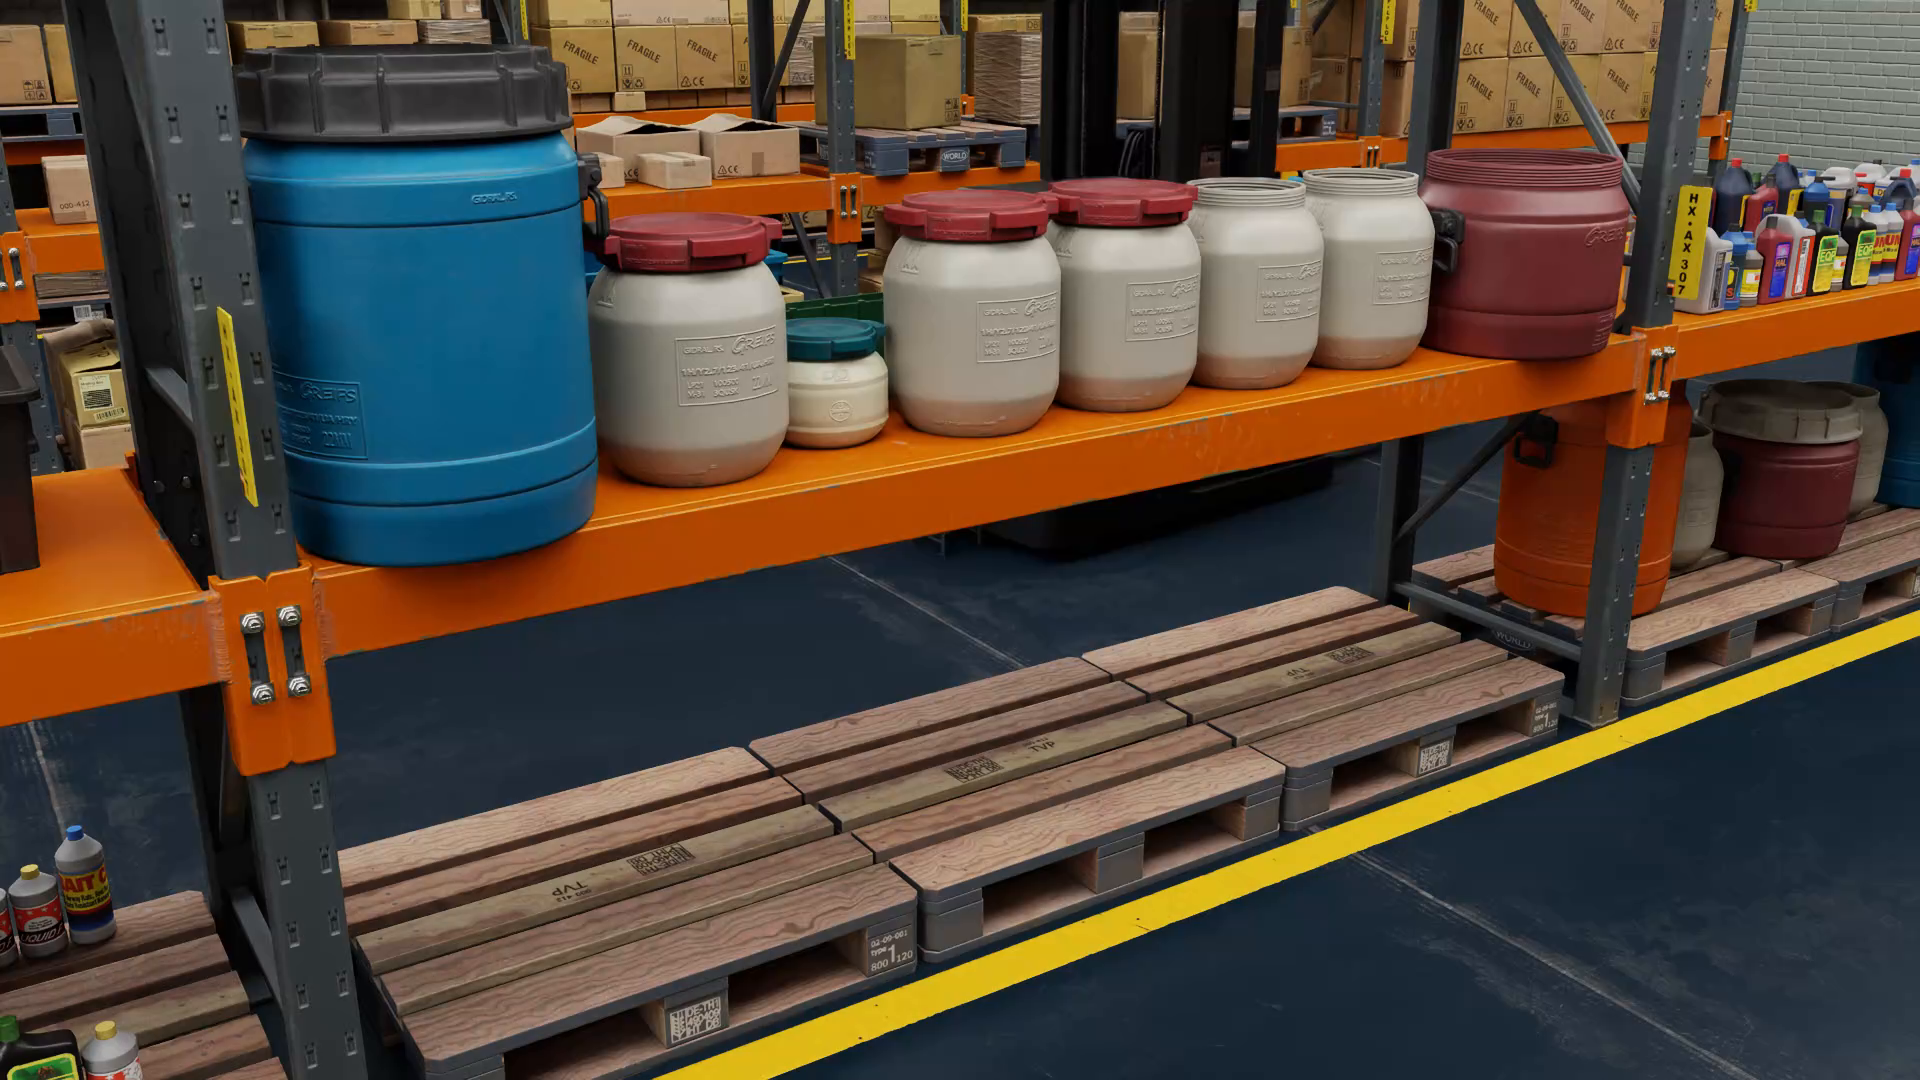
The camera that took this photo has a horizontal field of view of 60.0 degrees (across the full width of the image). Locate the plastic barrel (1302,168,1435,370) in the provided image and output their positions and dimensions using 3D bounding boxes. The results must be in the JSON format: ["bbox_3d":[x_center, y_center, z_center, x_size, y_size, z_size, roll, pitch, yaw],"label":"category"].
[{"bbox_3d":[1.096,-0.759,4.631,0.421,0.512,0.421,0,19,0],"label":"plastic barrel"}]

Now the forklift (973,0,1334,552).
[{"bbox_3d":[1.164,-1.708,7.722,3.031,2.935,1.130,-15,24,-38],"label":"forklift"}]

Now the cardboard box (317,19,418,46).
[{"bbox_3d":[-4.450,-3.659,12.540,0.500,0.500,0.700,-14,23,-36],"label":"cardboard box"}]

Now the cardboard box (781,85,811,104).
[{"bbox_3d":[-1.482,-3.842,14.286,0.250,0.149,0.380,-13,22,-33],"label":"cardboard box"}]

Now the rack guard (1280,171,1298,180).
[{"bbox_3d":[3.090,-3.823,17.773,0.348,0.500,1.175,-12,22,-31],"label":"rack guard"}]

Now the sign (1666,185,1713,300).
[{"bbox_3d":[2.146,-0.875,4.896,0.005,0.325,0.100,-12,22,-31],"label":"sign"}]

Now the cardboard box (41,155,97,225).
[{"bbox_3d":[-3.837,-1.592,7.506,0.500,0.250,0.500,-10,21,-28],"label":"cardboard box"}]

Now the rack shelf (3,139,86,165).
[{"bbox_3d":[-5.282,-2.901,12.265,4.000,0.370,1.077,-12,22,-31],"label":"rack shelf"}]

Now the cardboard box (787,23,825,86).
[{"bbox_3d":[-1.362,-4.169,14.241,0.500,0.500,0.500,-12,22,-31],"label":"cardboard box"}]

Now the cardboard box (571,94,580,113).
[{"bbox_3d":[-3.209,-3.480,13.217,0.250,0.149,0.380,-12,22,-32],"label":"cardboard box"}]

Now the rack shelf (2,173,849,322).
[{"bbox_3d":[-2.554,-1.577,8.348,4.000,0.370,1.077,-12,22,-31],"label":"rack shelf"}]

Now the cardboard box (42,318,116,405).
[{"bbox_3d":[-4.044,-0.875,7.912,0.500,0.311,0.500,-12,22,-31],"label":"cardboard box"}]

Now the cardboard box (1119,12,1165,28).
[{"bbox_3d":[1.406,-4.790,16.261,0.700,0.700,0.980,-13,23,-34],"label":"cardboard box"}]

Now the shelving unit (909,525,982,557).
[{"bbox_3d":[-0.065,-0.405,7.038,0.210,0.900,0.258,-15,24,-38],"label":"shelving unit"}]

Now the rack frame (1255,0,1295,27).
[{"bbox_3d":[3.070,-5.003,17.360,0.127,3.000,1.000,-12,22,-31],"label":"rack frame"}]

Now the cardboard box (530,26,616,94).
[{"bbox_3d":[-3.065,-3.809,13.176,0.500,0.500,0.500,-11,22,-30],"label":"cardboard box"}]

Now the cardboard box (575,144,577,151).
[{"bbox_3d":[-2.925,-2.869,13.748,0.750,0.750,0.750,-12,22,-32],"label":"cardboard box"}]

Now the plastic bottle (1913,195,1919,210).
[{"bbox_3d":[3.535,-1.119,6.066,0.135,0.276,0.152,-12,22,-31],"label":"plastic bottle"}]

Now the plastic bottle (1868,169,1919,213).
[{"bbox_3d":[3.474,-1.199,6.184,0.185,0.351,0.144,-12,22,-31],"label":"plastic bottle"}]

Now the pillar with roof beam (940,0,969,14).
[{"bbox_3d":[2.206,-6.344,11.958,0.400,9.000,9.100,-12,22,-31],"label":"pillar with roof beam"}]

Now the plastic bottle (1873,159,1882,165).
[{"bbox_3d":[3.895,-1.486,7.140,0.133,0.283,0.061,-12,22,-31],"label":"plastic bottle"}]

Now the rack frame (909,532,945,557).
[{"bbox_3d":[-0.142,-0.384,6.976,0.006,0.900,0.240,-15,24,-38],"label":"rack frame"}]

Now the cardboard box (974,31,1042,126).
[{"bbox_3d":[0.449,-2.767,9.934,0.500,0.500,0.700,-8,20,-21],"label":"cardboard box"}]

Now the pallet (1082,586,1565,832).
[{"bbox_3d":[1.169,0.503,5.427,1.213,0.211,1.003,-12,22,-31],"label":"pallet"}]

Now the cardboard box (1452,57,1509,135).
[{"bbox_3d":[3.458,-3.129,11.662,0.500,0.500,0.500,-11,22,-30],"label":"cardboard box"}]

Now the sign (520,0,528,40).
[{"bbox_3d":[-3.305,-3.961,12.595,0.005,0.325,0.100,-12,22,-31],"label":"sign"}]

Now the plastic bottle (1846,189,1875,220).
[{"bbox_3d":[3.699,-1.341,6.838,0.097,0.201,0.097,0,19,0],"label":"plastic bottle"}]

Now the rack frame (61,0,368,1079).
[{"bbox_3d":[-1.503,-0.239,3.270,0.127,3.000,1.000,-12,22,-31],"label":"rack frame"}]

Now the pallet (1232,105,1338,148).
[{"bbox_3d":[1.730,-2.772,11.059,1.213,0.211,1.003,-12,22,-31],"label":"pallet"}]

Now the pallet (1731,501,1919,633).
[{"bbox_3d":[3.491,0.013,6.876,1.213,0.211,1.003,-12,22,-31],"label":"pallet"}]

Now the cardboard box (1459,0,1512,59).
[{"bbox_3d":[3.436,-3.594,11.475,0.500,0.500,0.500,-13,22,-33],"label":"cardboard box"}]

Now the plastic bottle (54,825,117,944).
[{"bbox_3d":[-2.011,0.783,3.817,0.097,0.271,0.097,0,19,0],"label":"plastic bottle"}]

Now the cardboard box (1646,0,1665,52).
[{"bbox_3d":[5.156,-3.959,12.553,0.500,0.500,0.500,-11,22,-30],"label":"cardboard box"}]

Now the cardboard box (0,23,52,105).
[{"bbox_3d":[-6.508,-3.226,11.260,0.500,0.500,0.700,-12,22,-31],"label":"cardboard box"}]

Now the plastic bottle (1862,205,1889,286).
[{"bbox_3d":[3.179,-1.032,5.814,0.097,0.271,0.097,0,19,0],"label":"plastic bottle"}]

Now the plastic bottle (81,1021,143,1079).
[{"bbox_3d":[-1.635,1.025,3.212,0.097,0.201,0.097,0,19,0],"label":"plastic bottle"}]

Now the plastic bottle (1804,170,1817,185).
[{"bbox_3d":[3.503,-1.391,6.877,0.097,0.271,0.097,0,19,0],"label":"plastic bottle"}]

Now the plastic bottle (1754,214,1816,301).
[{"bbox_3d":[2.763,-0.957,5.584,0.135,0.276,0.152,-12,22,-31],"label":"plastic bottle"}]

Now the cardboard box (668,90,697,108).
[{"bbox_3d":[-2.371,-3.672,13.784,0.250,0.149,0.380,-11,22,-30],"label":"cardboard box"}]

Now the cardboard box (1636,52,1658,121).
[{"bbox_3d":[5.142,-3.482,12.705,0.500,0.500,0.500,-12,22,-31],"label":"cardboard box"}]

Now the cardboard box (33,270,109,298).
[{"bbox_3d":[-6.346,-2.048,11.834,0.500,0.500,0.700,-11,22,-30],"label":"cardboard box"}]

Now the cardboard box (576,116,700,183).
[{"bbox_3d":[-1.737,-2.122,8.976,0.500,0.311,0.500,-12,22,-32],"label":"cardboard box"}]

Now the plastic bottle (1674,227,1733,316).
[{"bbox_3d":[2.377,-0.875,5.343,0.135,0.276,0.152,-12,22,-31],"label":"plastic bottle"}]

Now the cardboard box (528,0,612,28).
[{"bbox_3d":[-3.066,-4.163,13.053,0.500,0.250,0.500,-11,22,-30],"label":"cardboard box"}]

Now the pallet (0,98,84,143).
[{"bbox_3d":[-6.234,-2.894,11.422,1.213,0.211,1.003,-12,22,-31],"label":"pallet"}]

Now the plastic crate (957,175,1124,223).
[{"bbox_3d":[0.320,-0.772,4.744,0.583,0.464,0.402,-12,22,-31],"label":"plastic crate"}]

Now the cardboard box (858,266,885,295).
[{"bbox_3d":[-0.346,-1.298,9.616,0.500,0.500,0.500,-11,22,-29],"label":"cardboard box"}]

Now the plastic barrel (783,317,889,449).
[{"bbox_3d":[-0.314,-0.366,3.860,0.301,0.262,0.301,0,19,0],"label":"plastic barrel"}]

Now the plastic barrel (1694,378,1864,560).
[{"bbox_3d":[3.180,-0.290,6.529,0.708,0.588,0.600,-12,22,-31],"label":"plastic barrel"}]
